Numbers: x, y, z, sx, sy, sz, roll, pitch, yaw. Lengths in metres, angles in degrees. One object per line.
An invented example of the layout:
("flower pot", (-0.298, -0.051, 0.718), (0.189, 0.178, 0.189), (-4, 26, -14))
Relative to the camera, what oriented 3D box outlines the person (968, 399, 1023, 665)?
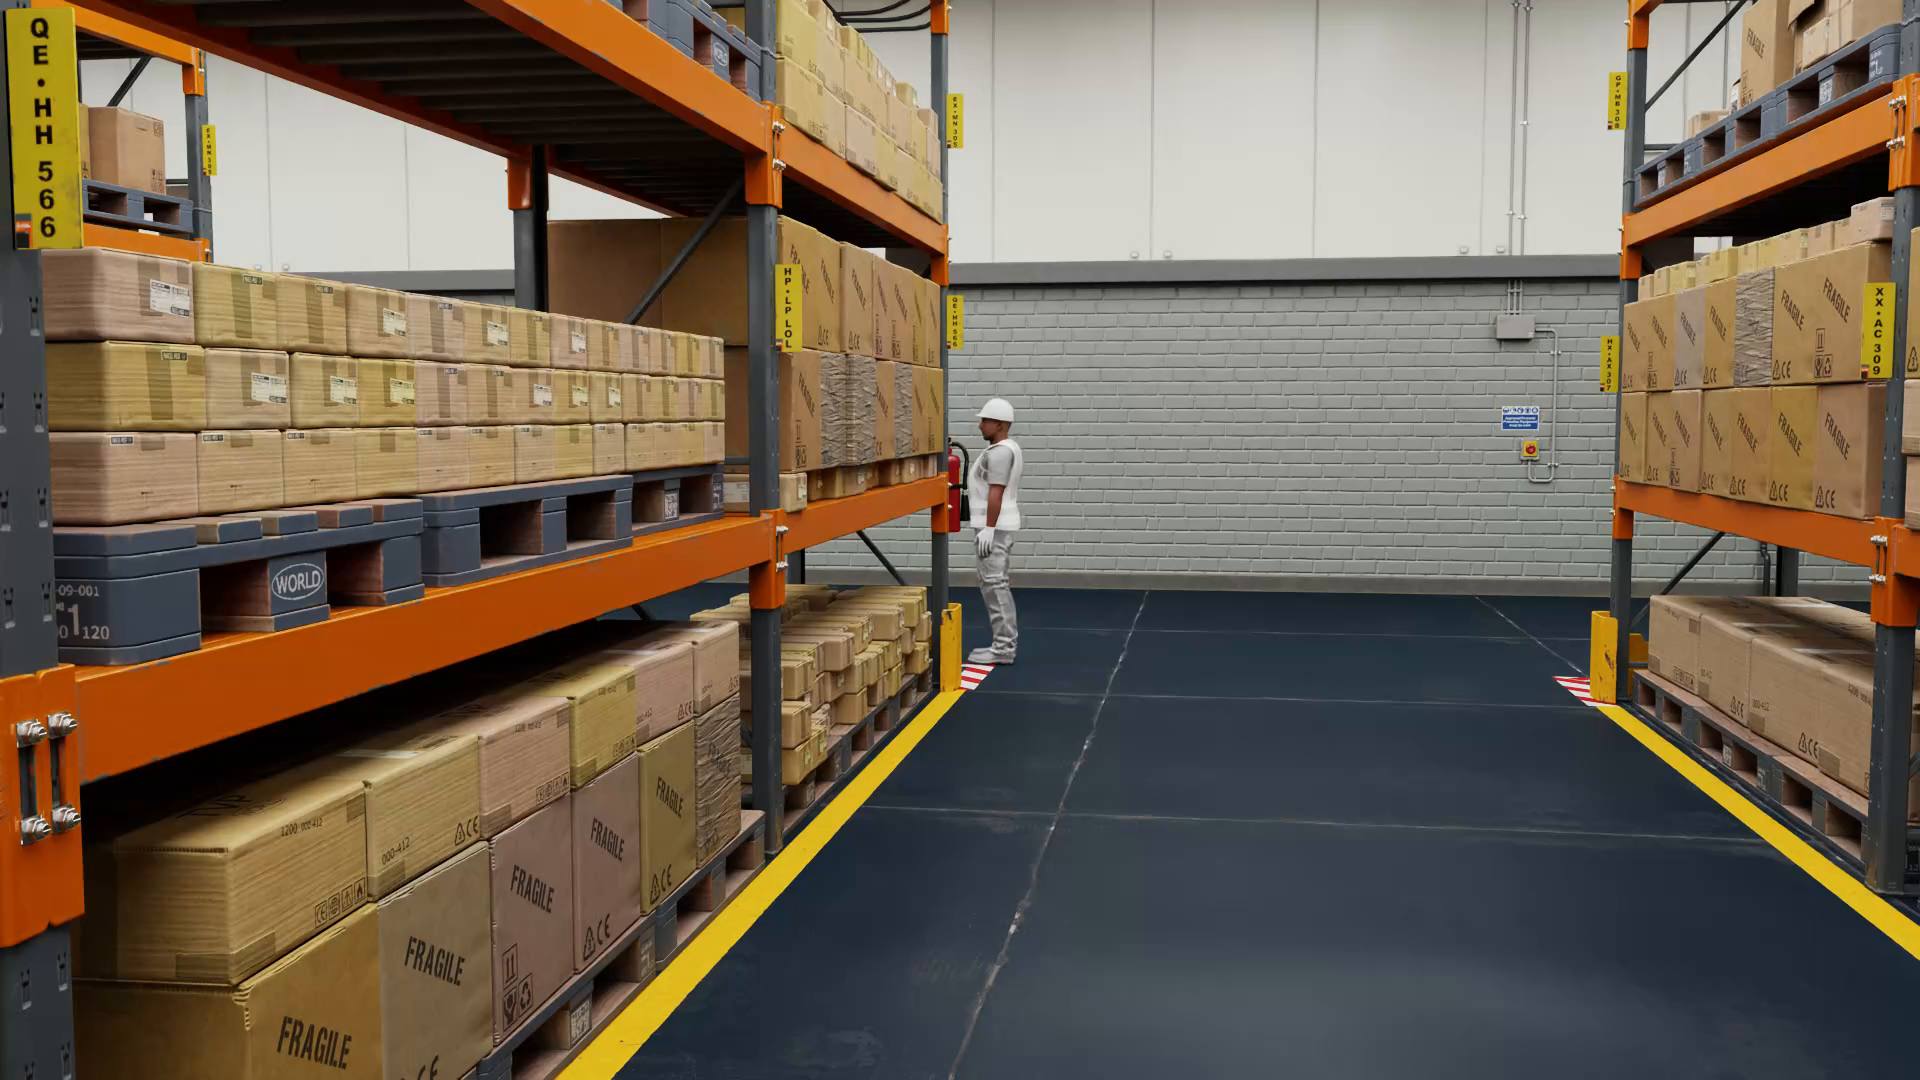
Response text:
("person", (0.238, -0.062, 11.253), (0.354, 1.782, 0.545), (1, 4, 8))
